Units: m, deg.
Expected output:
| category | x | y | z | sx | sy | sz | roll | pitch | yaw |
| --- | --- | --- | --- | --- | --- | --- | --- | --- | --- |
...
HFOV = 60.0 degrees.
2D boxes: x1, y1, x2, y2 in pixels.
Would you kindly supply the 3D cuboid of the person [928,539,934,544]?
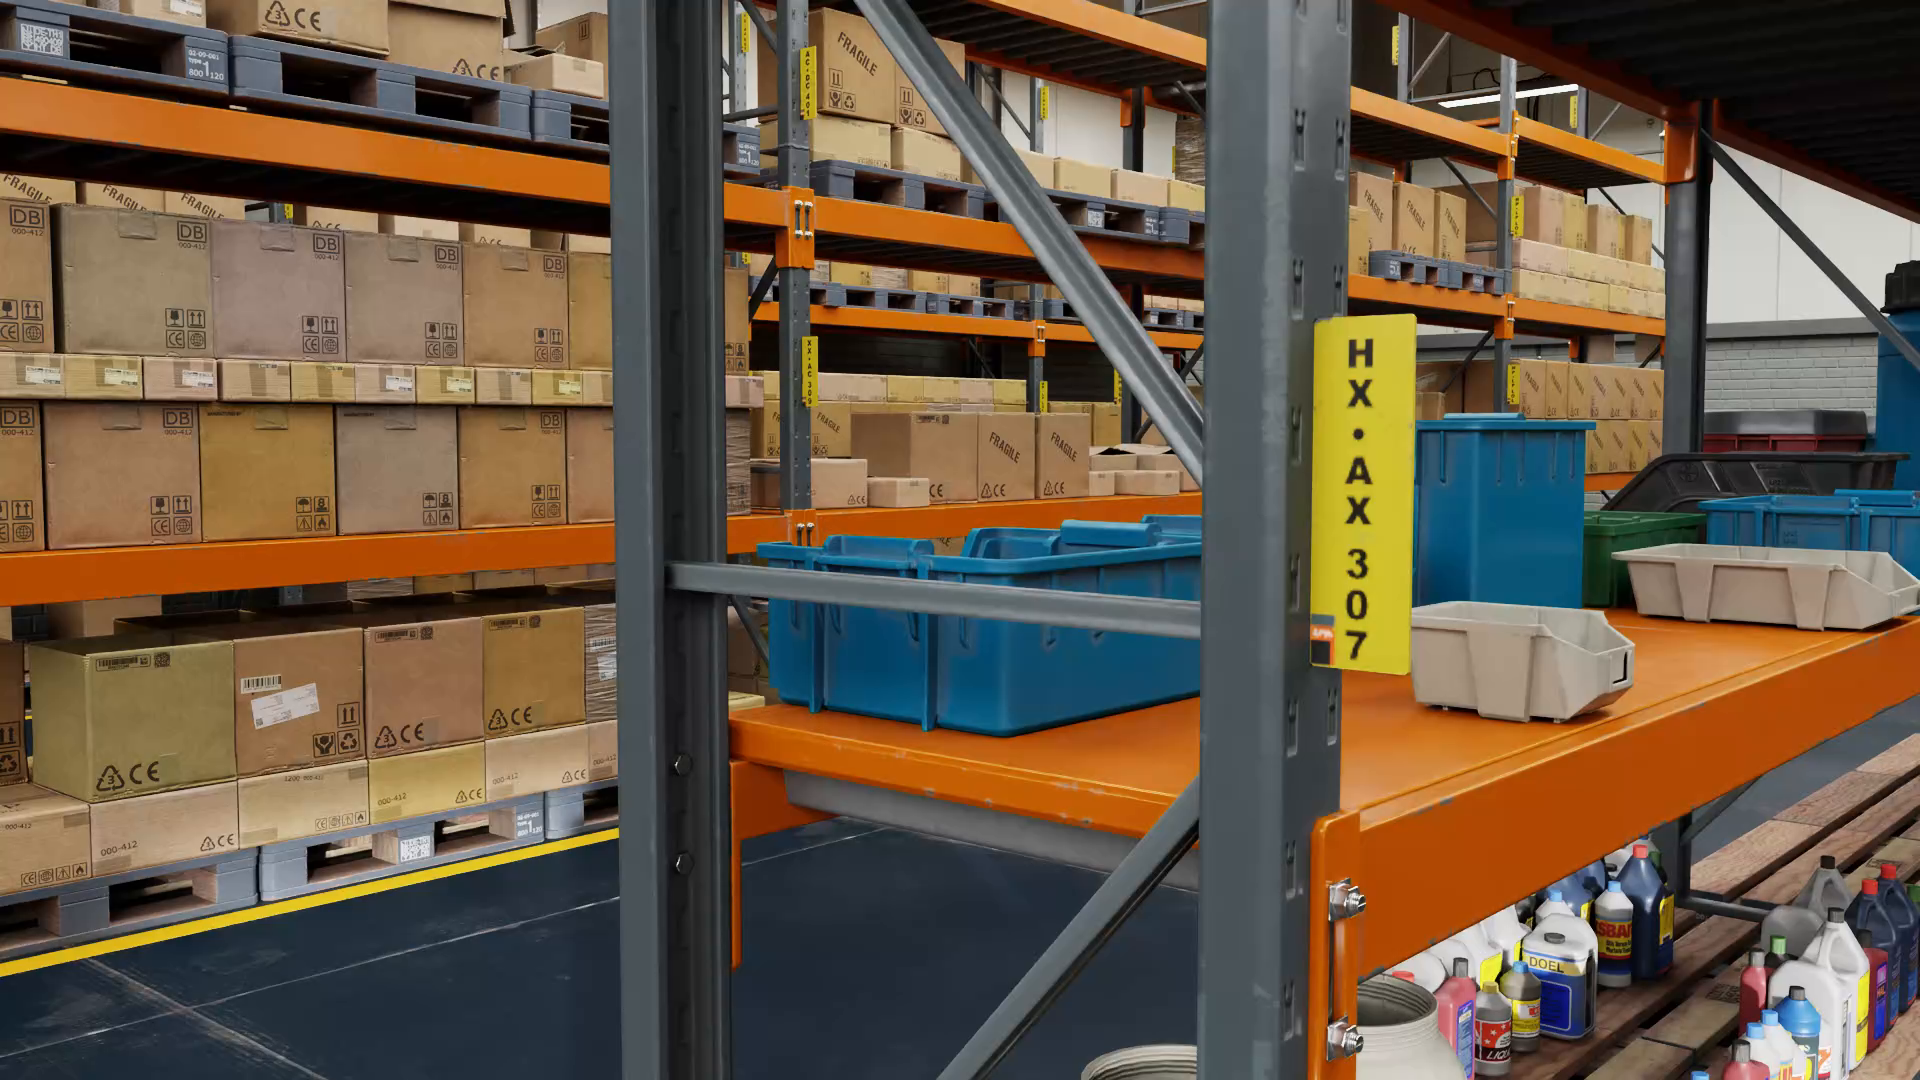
| category | x | y | z | sx | sy | sz | roll | pitch | yaw |
| --- | --- | --- | --- | --- | --- | --- | --- | --- | --- |
| person | -0.433 | -0.034 | 14.196 | 0.435 | 1.600 | 0.478 | 3 | 5 | 41 |
